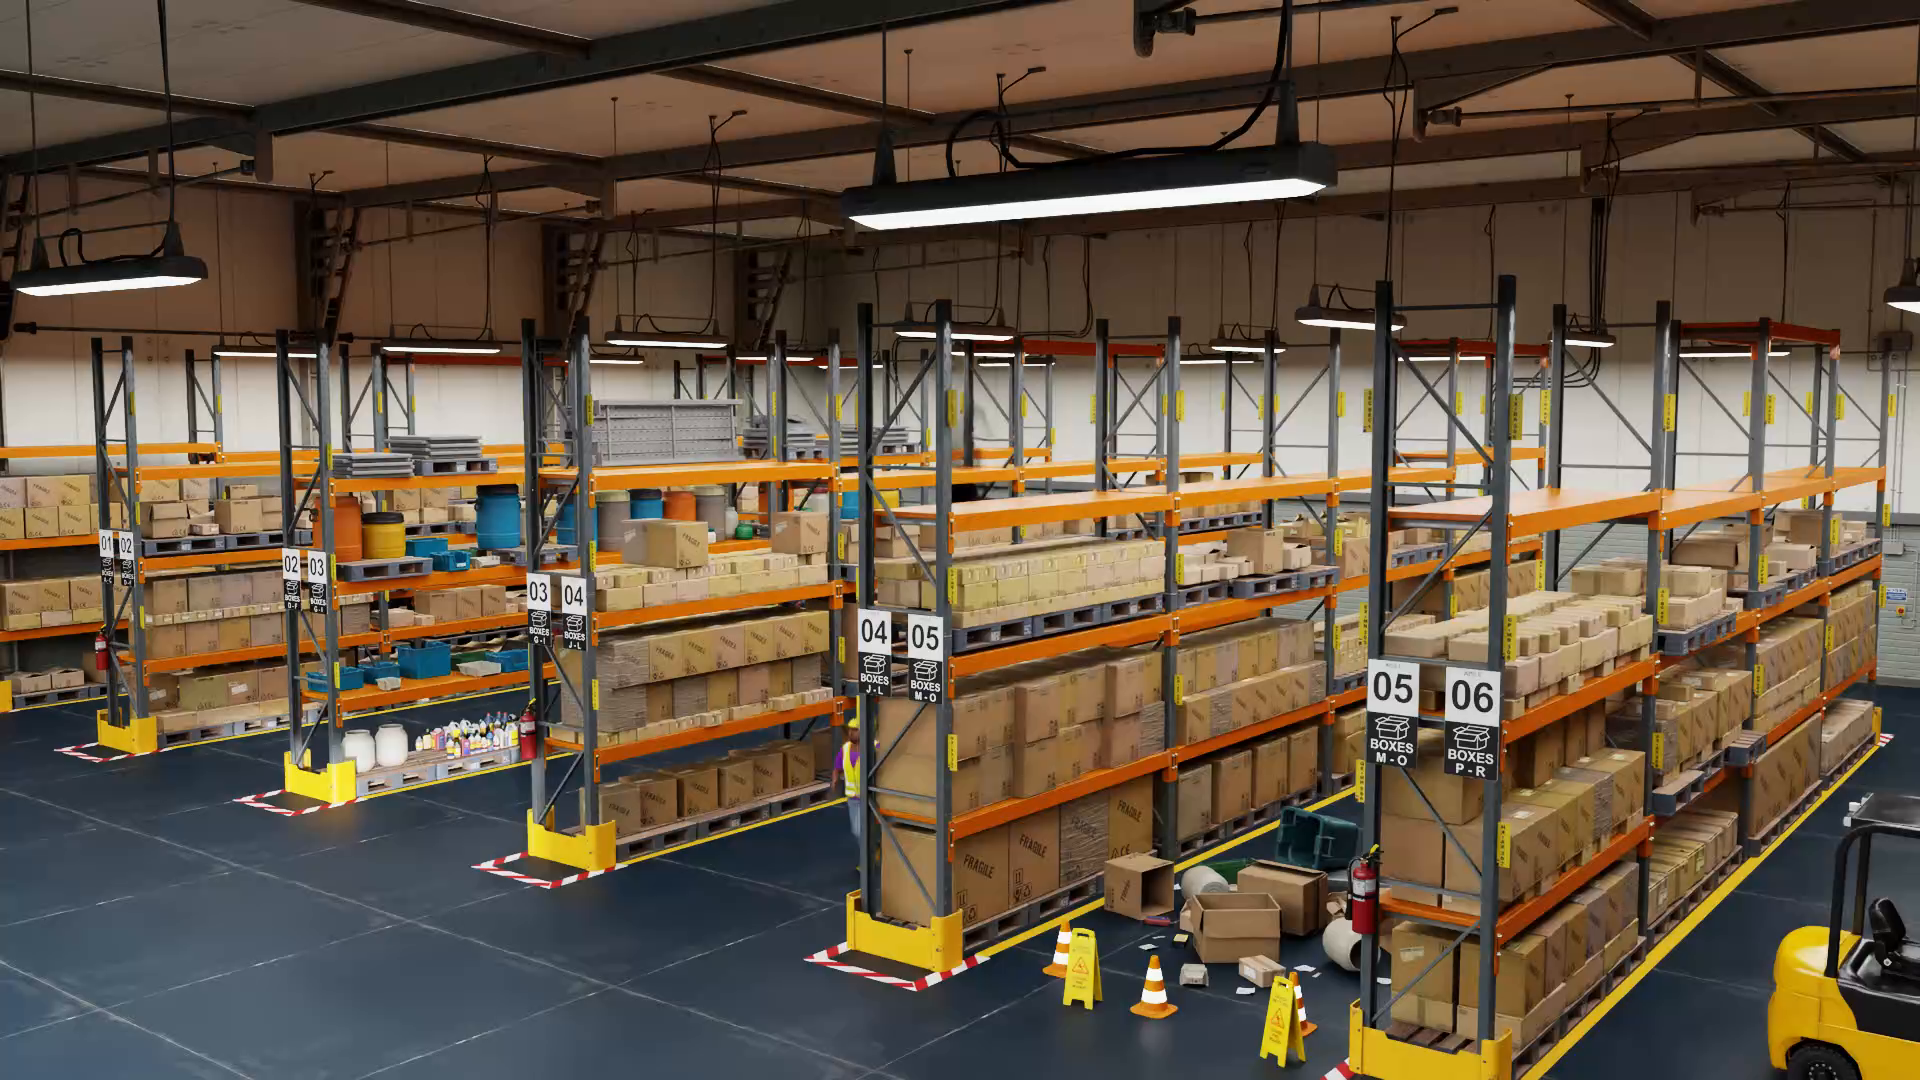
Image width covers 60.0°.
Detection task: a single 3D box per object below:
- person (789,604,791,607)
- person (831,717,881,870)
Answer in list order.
[{"bbox_3d":[-3.496,1.588,32.016,0.558,1.595,0.589,2,6,26],"label":"person"},{"bbox_3d":[-1.043,2.747,17.820,0.726,1.714,0.743,3,6,30],"label":"person"}]
